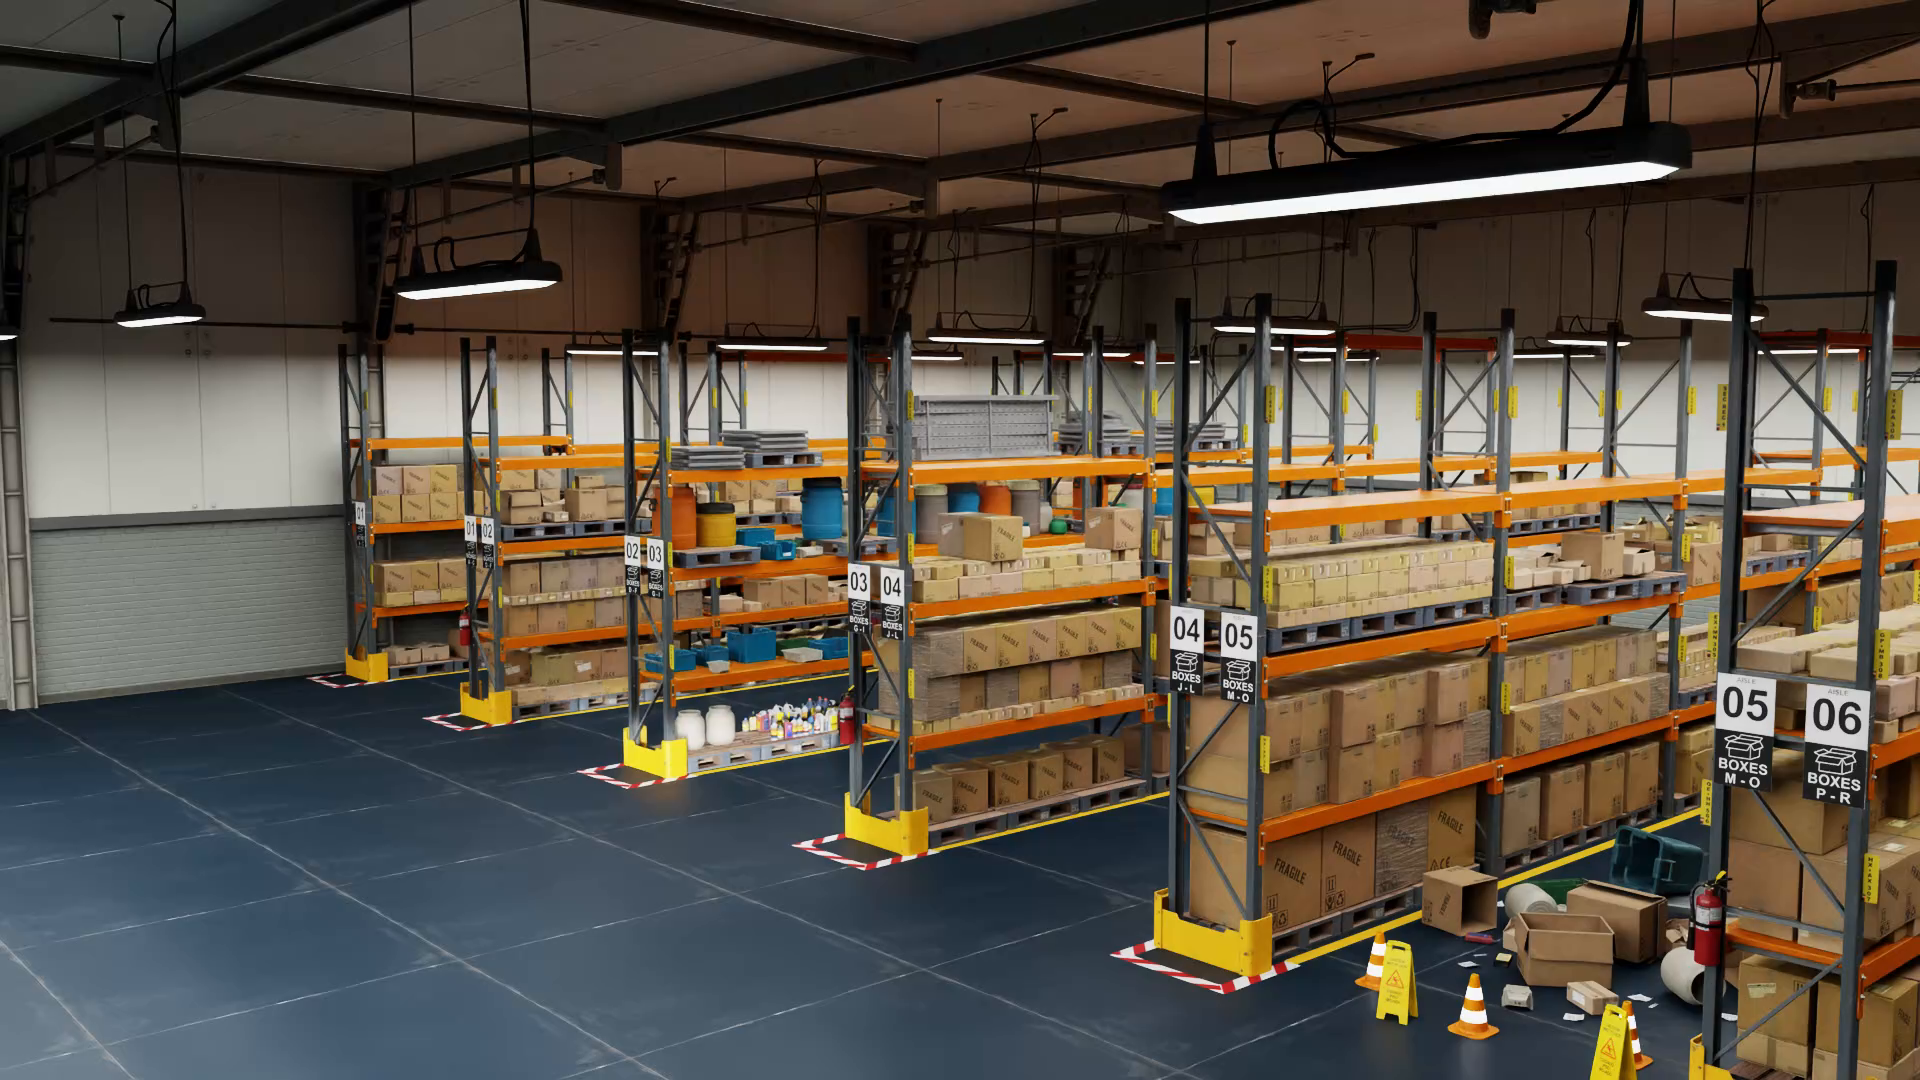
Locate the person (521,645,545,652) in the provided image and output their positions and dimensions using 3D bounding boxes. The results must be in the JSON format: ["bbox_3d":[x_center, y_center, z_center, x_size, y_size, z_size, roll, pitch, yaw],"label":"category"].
[{"bbox_3d":[-7.646,1.666,29.841,0.525,1.607,0.974,1,5,12],"label":"person"}]
